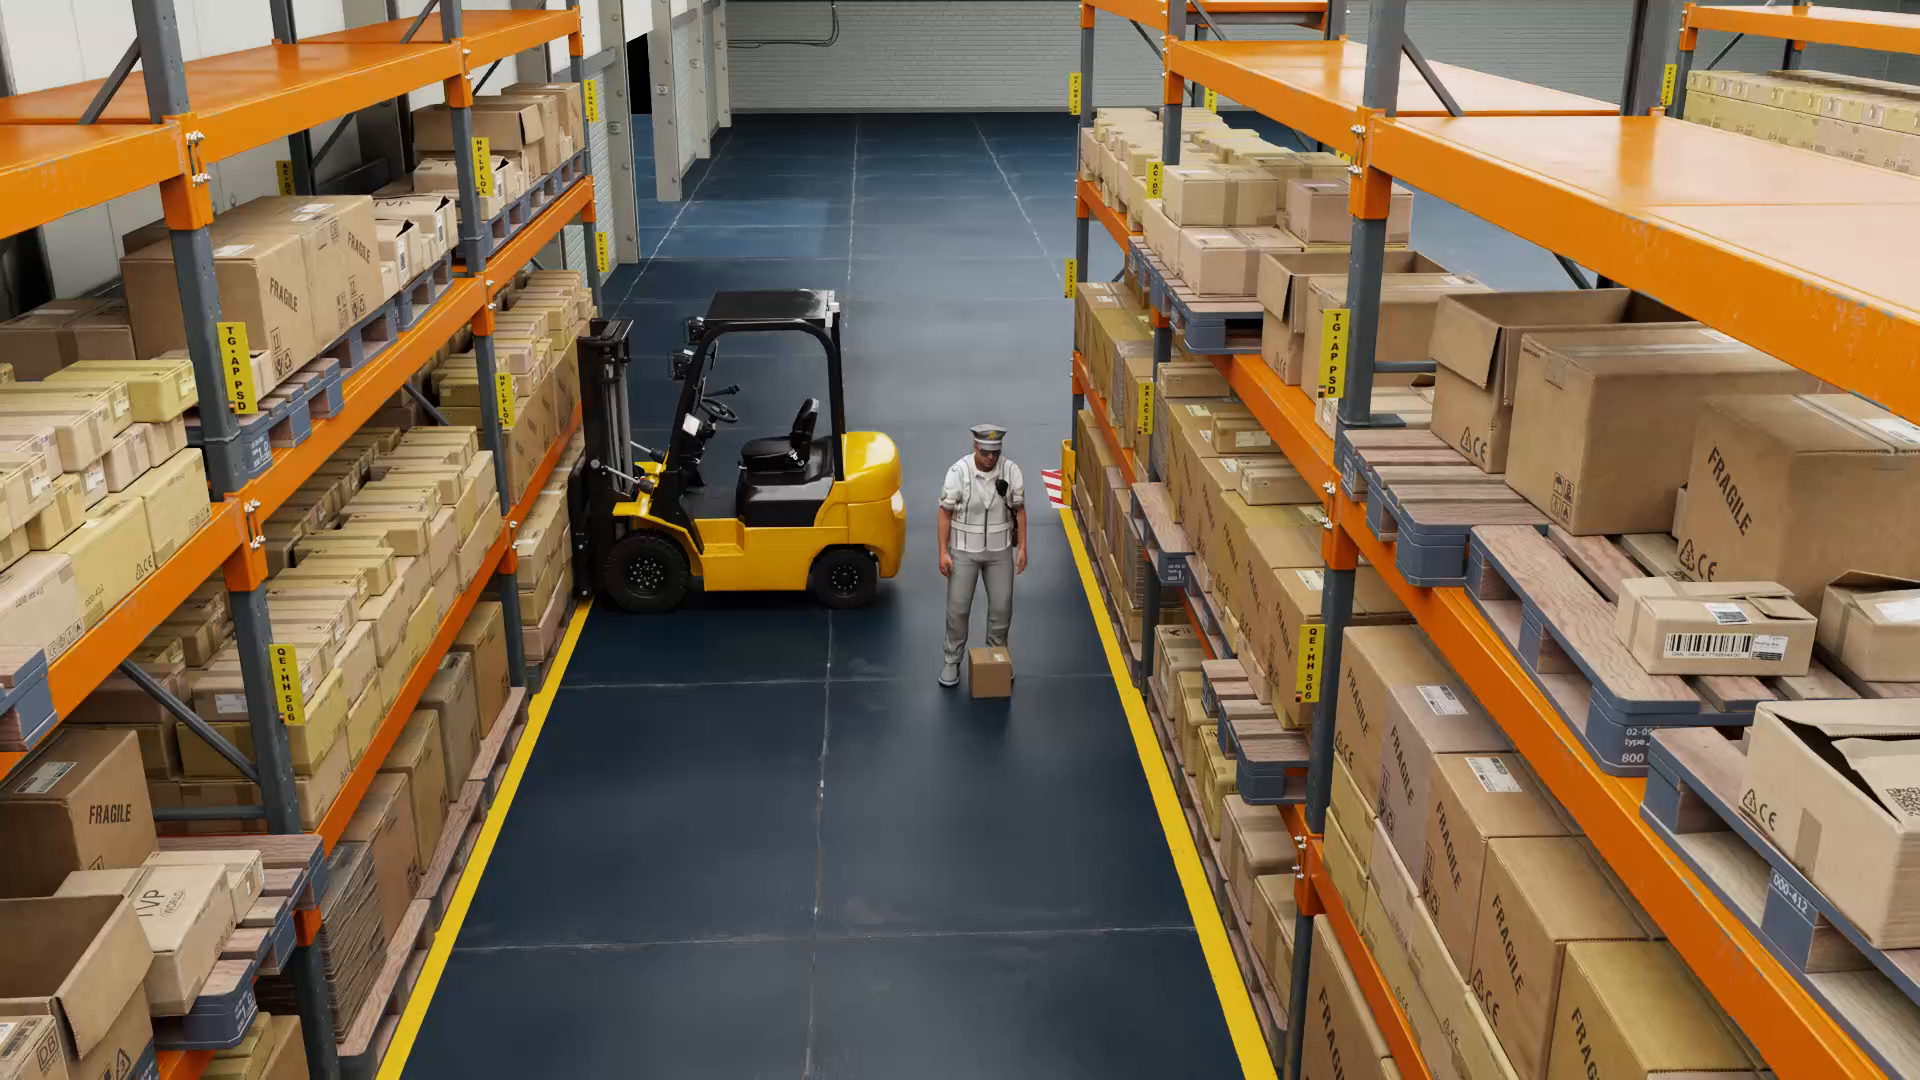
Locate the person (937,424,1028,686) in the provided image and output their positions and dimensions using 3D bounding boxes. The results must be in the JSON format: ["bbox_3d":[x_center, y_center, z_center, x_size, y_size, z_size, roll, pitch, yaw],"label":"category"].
[{"bbox_3d":[0.139,0.069,10.881,0.604,1.746,0.429,-3,20,-9],"label":"person"}]
